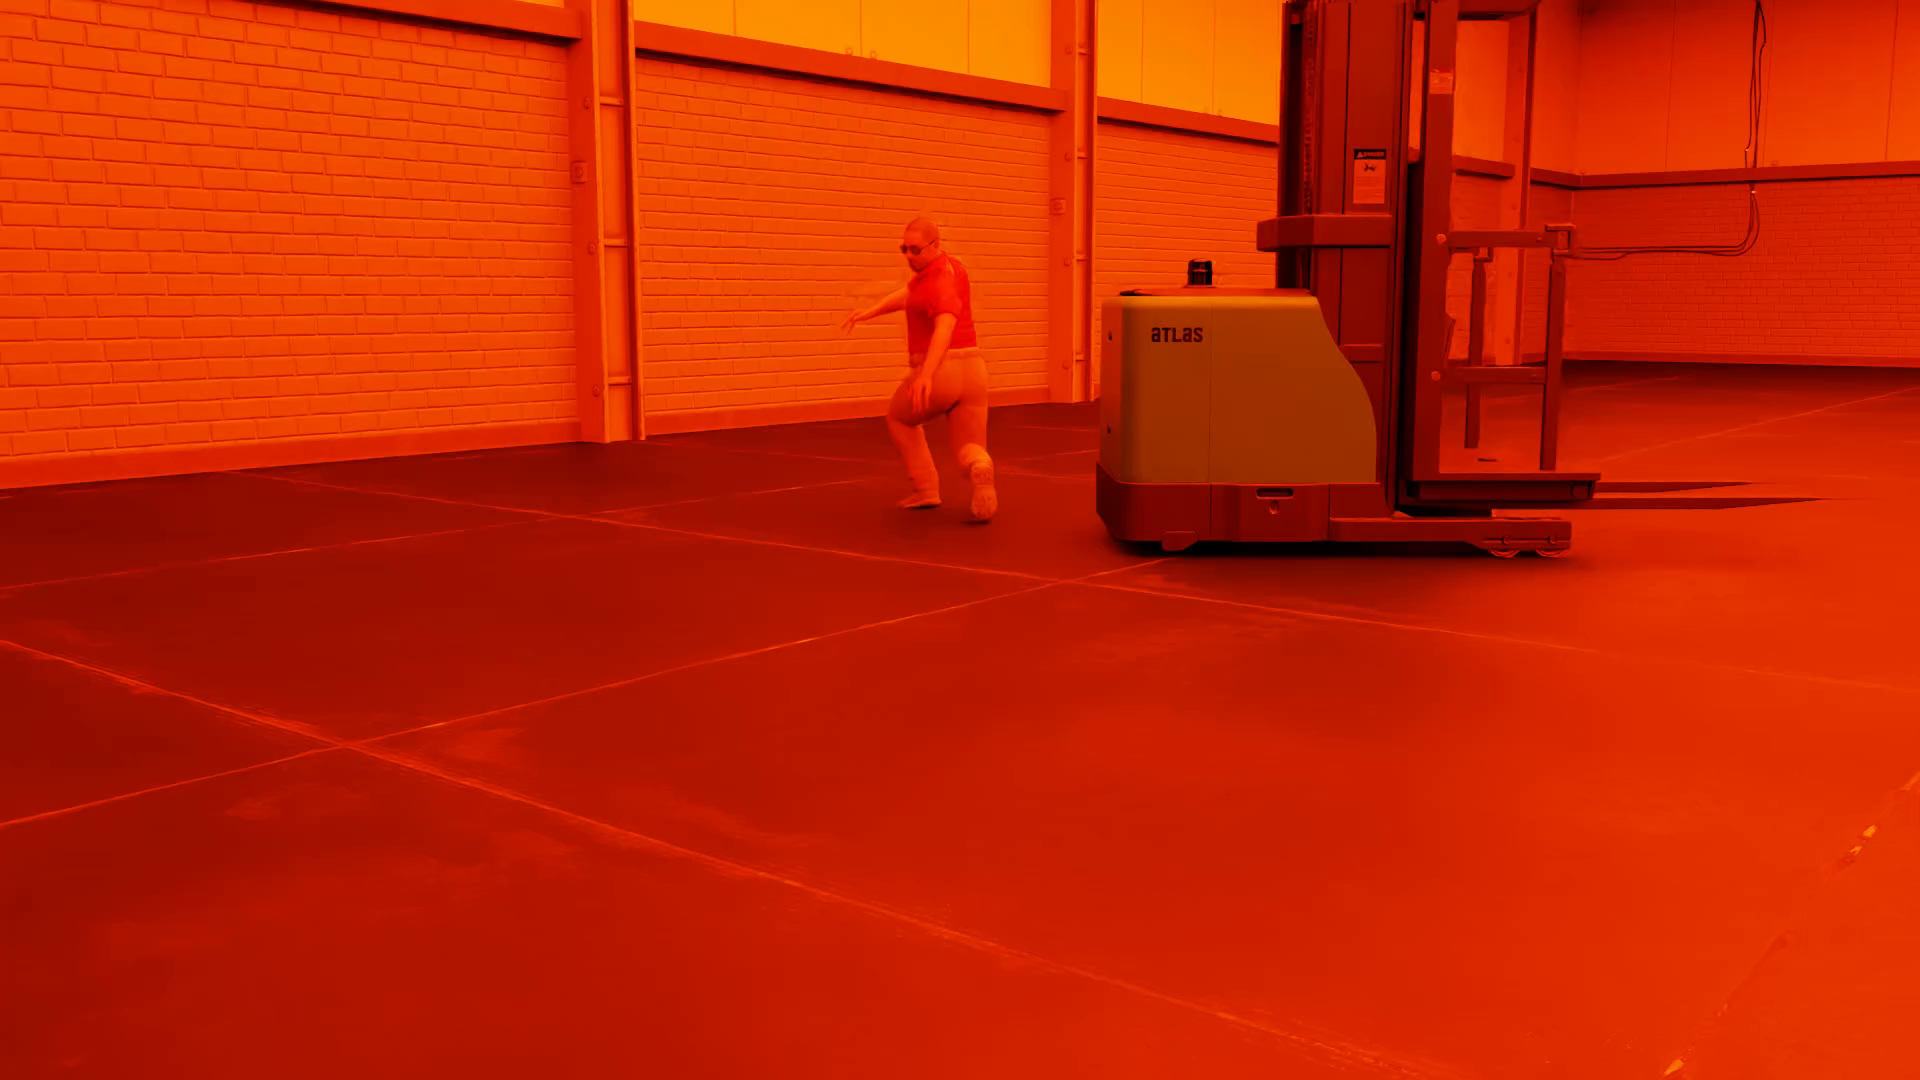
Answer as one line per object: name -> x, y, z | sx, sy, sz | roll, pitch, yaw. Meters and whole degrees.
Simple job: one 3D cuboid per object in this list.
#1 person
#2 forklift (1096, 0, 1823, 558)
person -> -0.135, -0.828, 8.204 | 0.672, 1.502, 0.927 | -6, 11, -38
forklift -> 2.160, -1.453, 7.208 | 3.031, 2.935, 1.130 | 0, 8, -1
